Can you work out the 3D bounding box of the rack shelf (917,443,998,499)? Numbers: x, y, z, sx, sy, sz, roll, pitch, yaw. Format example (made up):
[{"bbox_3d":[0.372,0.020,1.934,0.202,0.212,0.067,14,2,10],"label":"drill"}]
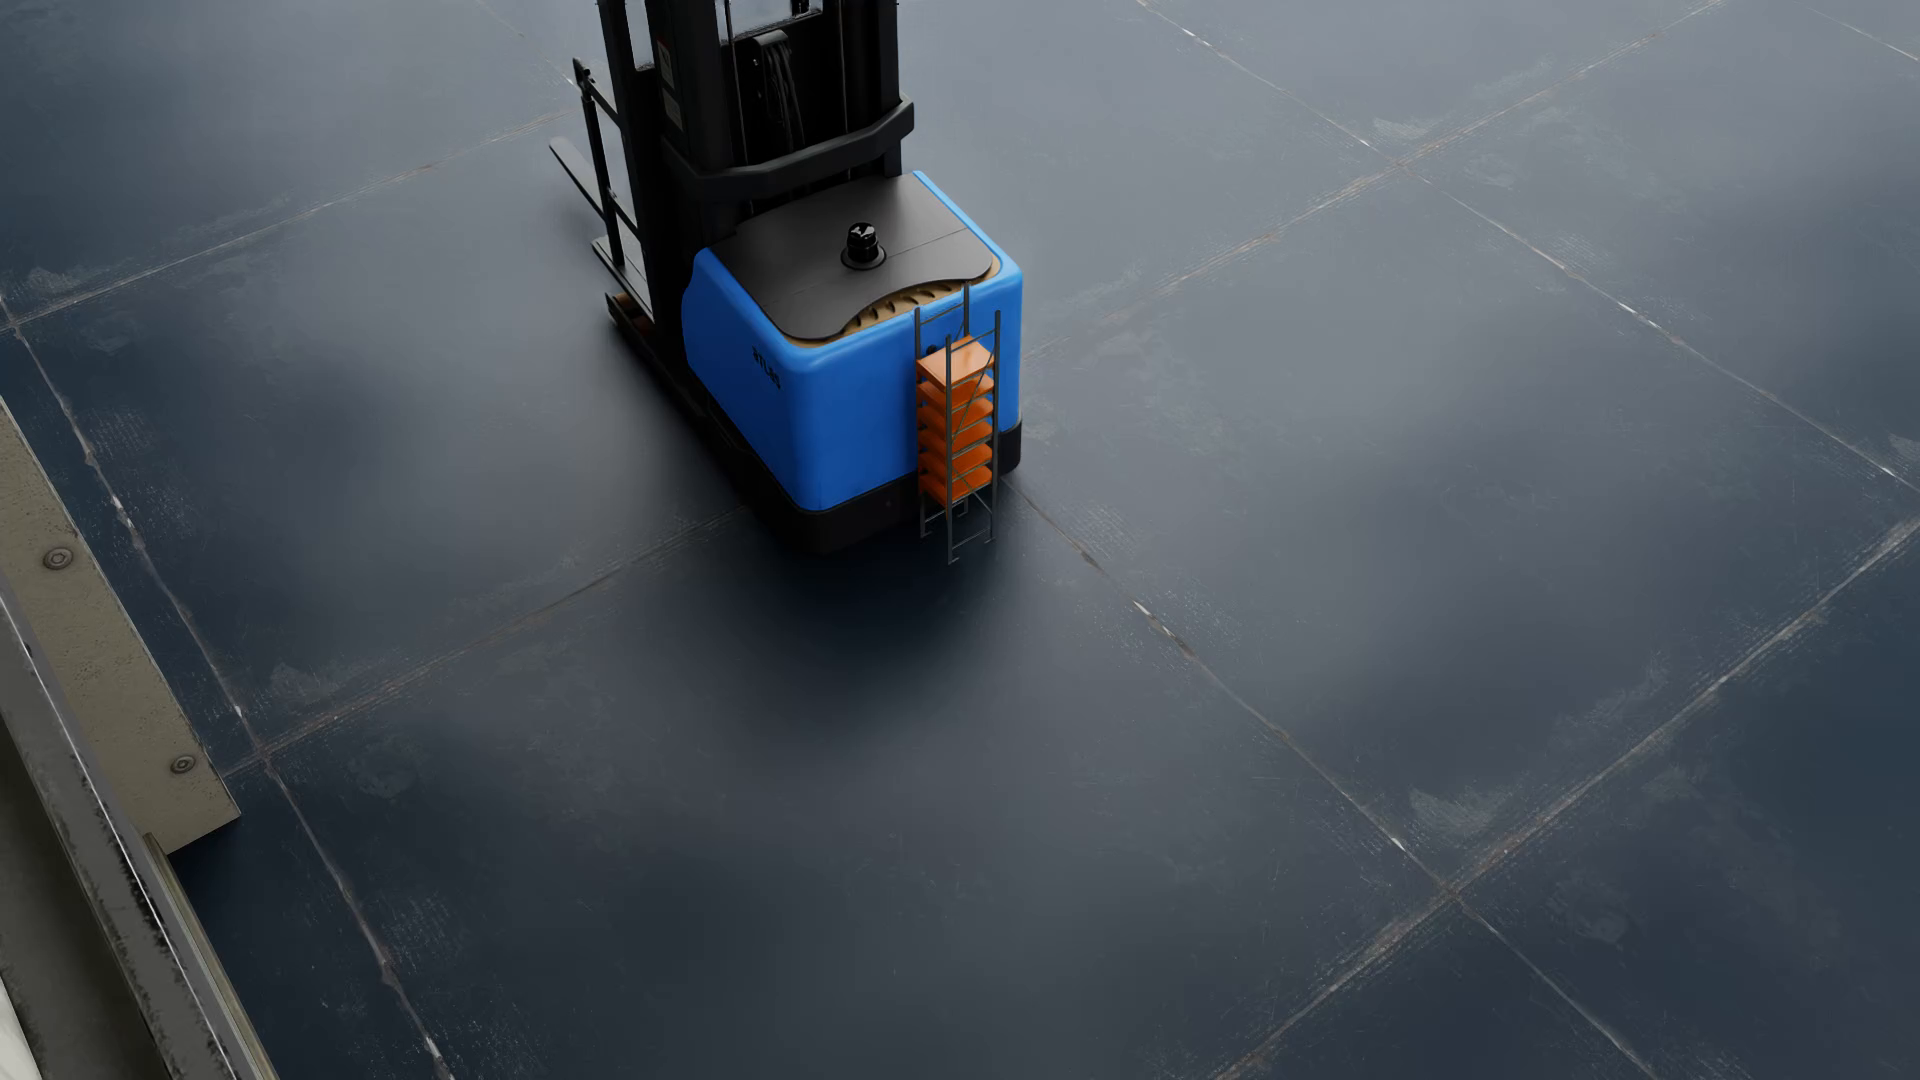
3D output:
[{"bbox_3d":[-0.009,-0.301,6.434,0.258,0.103,0.180,-29,54,-24],"label":"rack shelf"}]

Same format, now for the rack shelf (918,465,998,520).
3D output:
[{"bbox_3d":[-0.009,-0.220,6.523,0.258,0.103,0.180,-29,54,-24],"label":"rack shelf"}]

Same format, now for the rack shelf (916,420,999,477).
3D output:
[{"bbox_3d":[-0.009,-0.382,6.345,0.258,0.103,0.180,-29,54,-24],"label":"rack shelf"}]

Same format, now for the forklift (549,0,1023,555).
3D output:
[{"bbox_3d":[-0.954,-2.003,6.586,1.130,2.935,3.031,-25,52,-21],"label":"forklift"}]

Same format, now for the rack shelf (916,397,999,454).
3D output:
[{"bbox_3d":[-0.009,-0.462,6.256,0.258,0.103,0.180,-29,54,-24],"label":"rack shelf"}]

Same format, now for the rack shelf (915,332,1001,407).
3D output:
[{"bbox_3d":[-0.009,-0.623,6.078,0.258,0.103,0.180,-29,54,-24],"label":"rack shelf"}]

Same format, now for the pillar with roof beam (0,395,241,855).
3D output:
[{"bbox_3d":[0.648,-4.032,4.330,9.100,9.000,0.400,-29,54,-24],"label":"pillar with roof beam"}]

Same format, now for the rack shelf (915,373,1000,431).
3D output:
[{"bbox_3d":[-0.009,-0.543,6.167,0.258,0.103,0.180,-29,54,-24],"label":"rack shelf"}]

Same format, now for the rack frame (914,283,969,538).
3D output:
[{"bbox_3d":[-0.064,-0.465,6.361,0.240,1.200,0.006,-29,54,-24],"label":"rack frame"}]

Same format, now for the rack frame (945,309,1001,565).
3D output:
[{"bbox_3d":[0.047,-0.358,6.263,0.240,1.200,0.006,-29,54,-24],"label":"rack frame"}]

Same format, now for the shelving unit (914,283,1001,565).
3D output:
[{"bbox_3d":[-0.009,-0.412,6.312,0.258,1.200,0.189,-29,54,-24],"label":"shelving unit"}]
